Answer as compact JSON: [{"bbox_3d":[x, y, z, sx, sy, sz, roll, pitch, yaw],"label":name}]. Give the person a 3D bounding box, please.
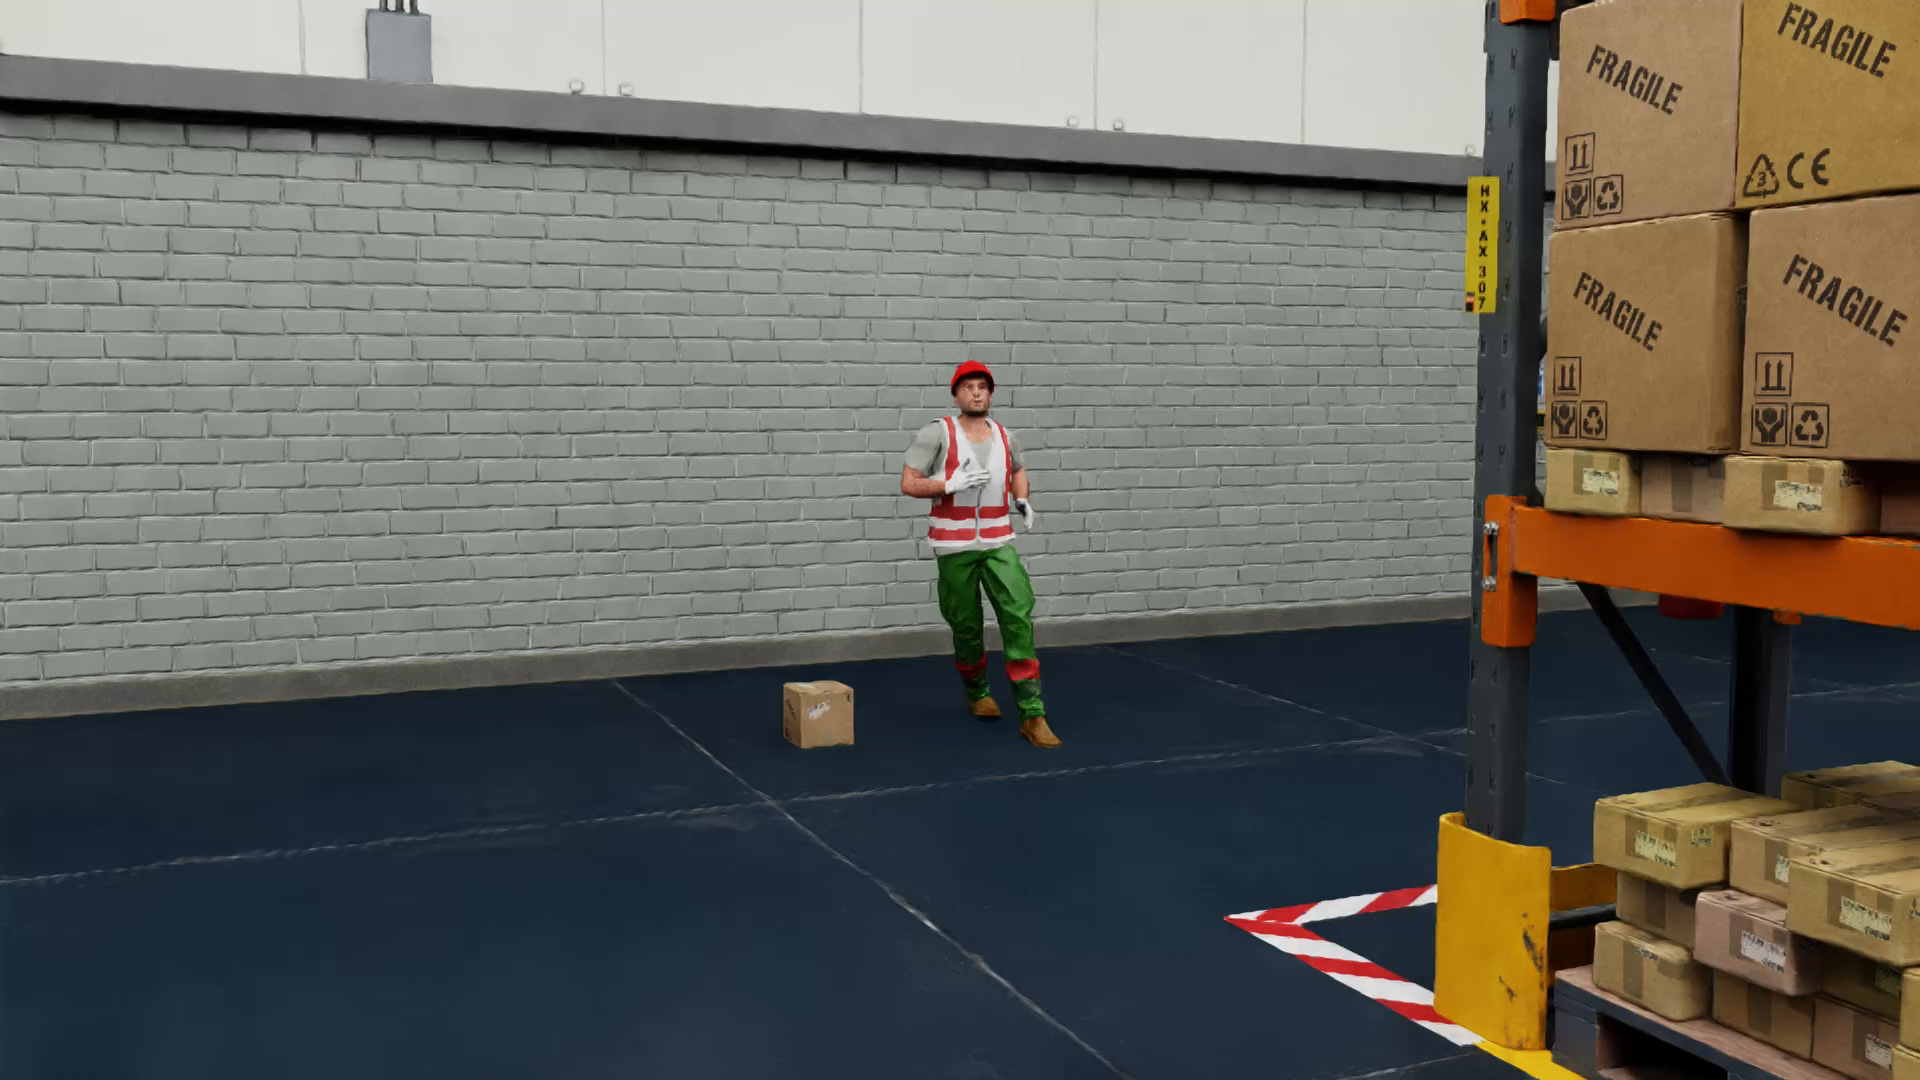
[{"bbox_3d":[0.069,0.040,7.643,0.667,1.729,0.924,-1,5,-12],"label":"person"}]
